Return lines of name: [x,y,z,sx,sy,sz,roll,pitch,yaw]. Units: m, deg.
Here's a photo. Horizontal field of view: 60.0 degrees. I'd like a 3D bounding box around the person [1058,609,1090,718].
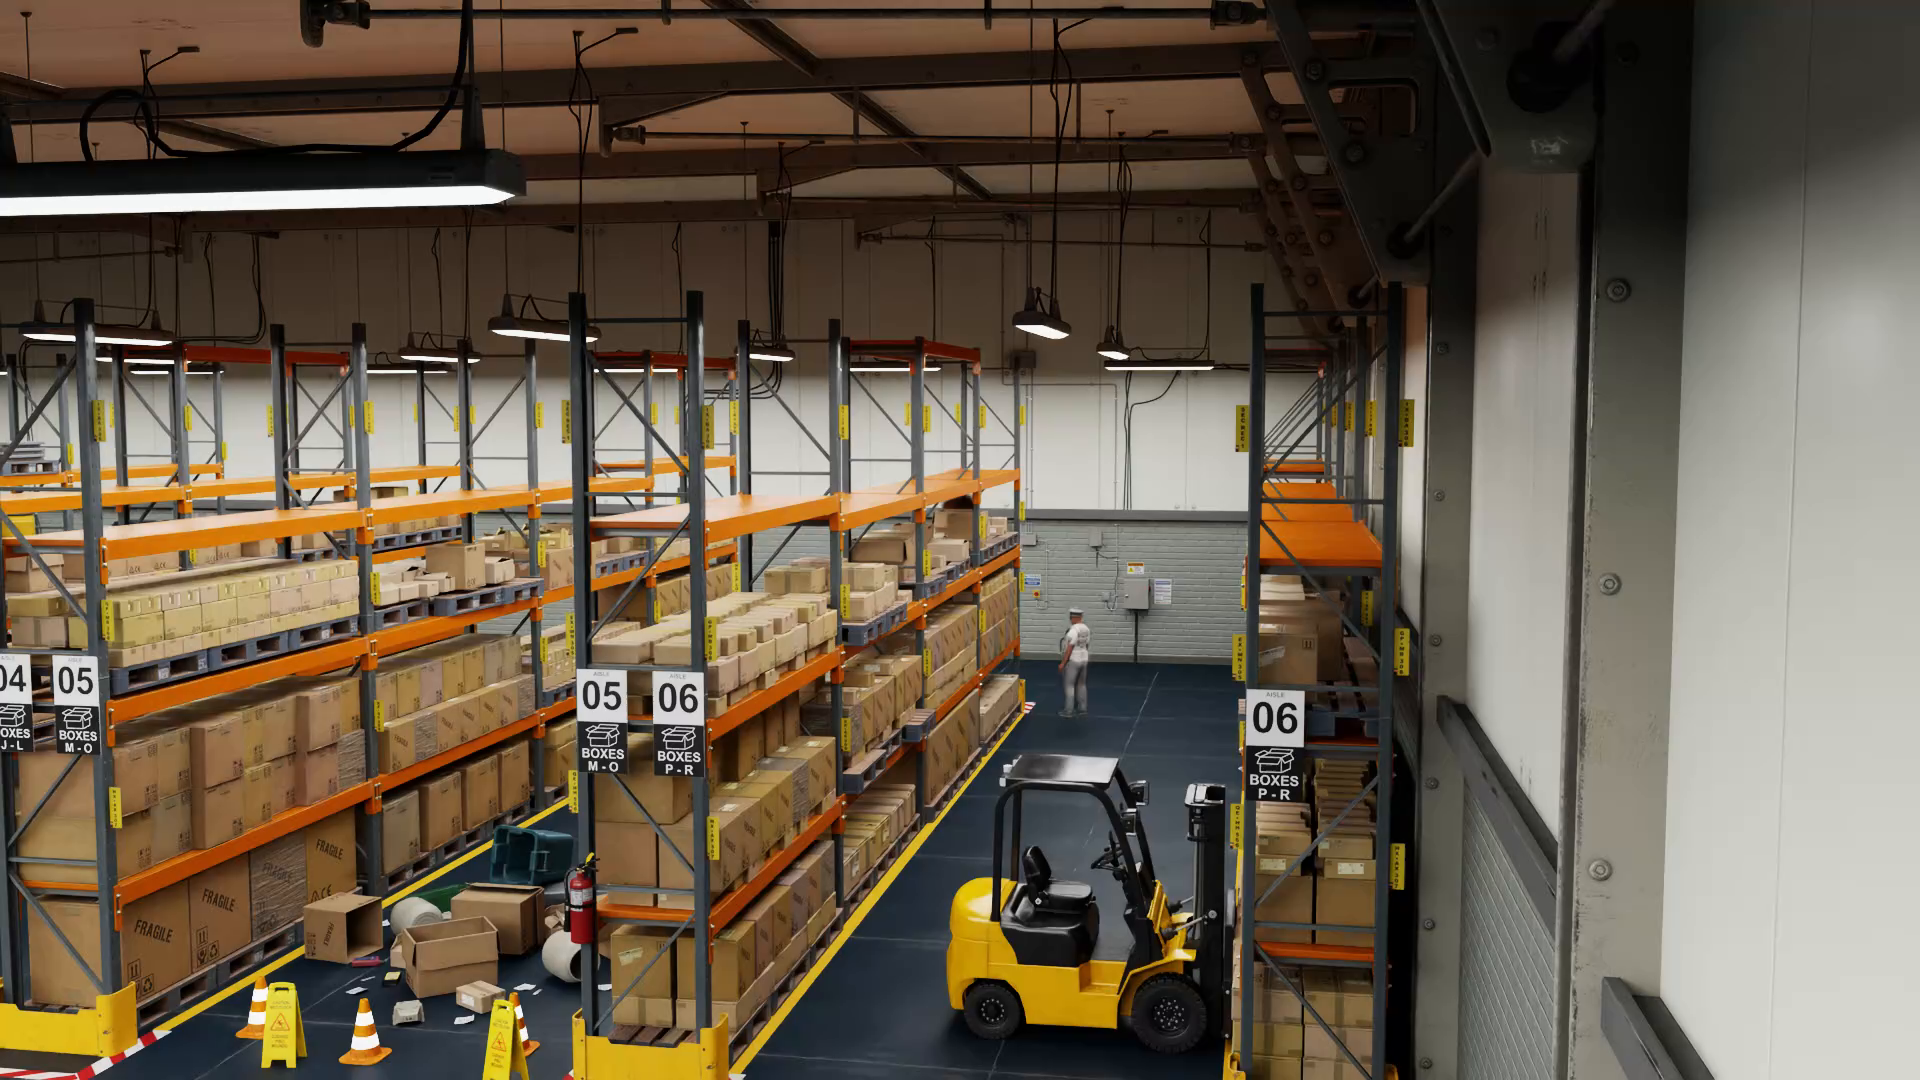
person: [1.826,1.995,26.831,0.445,1.761,0.612,4,6,38]
